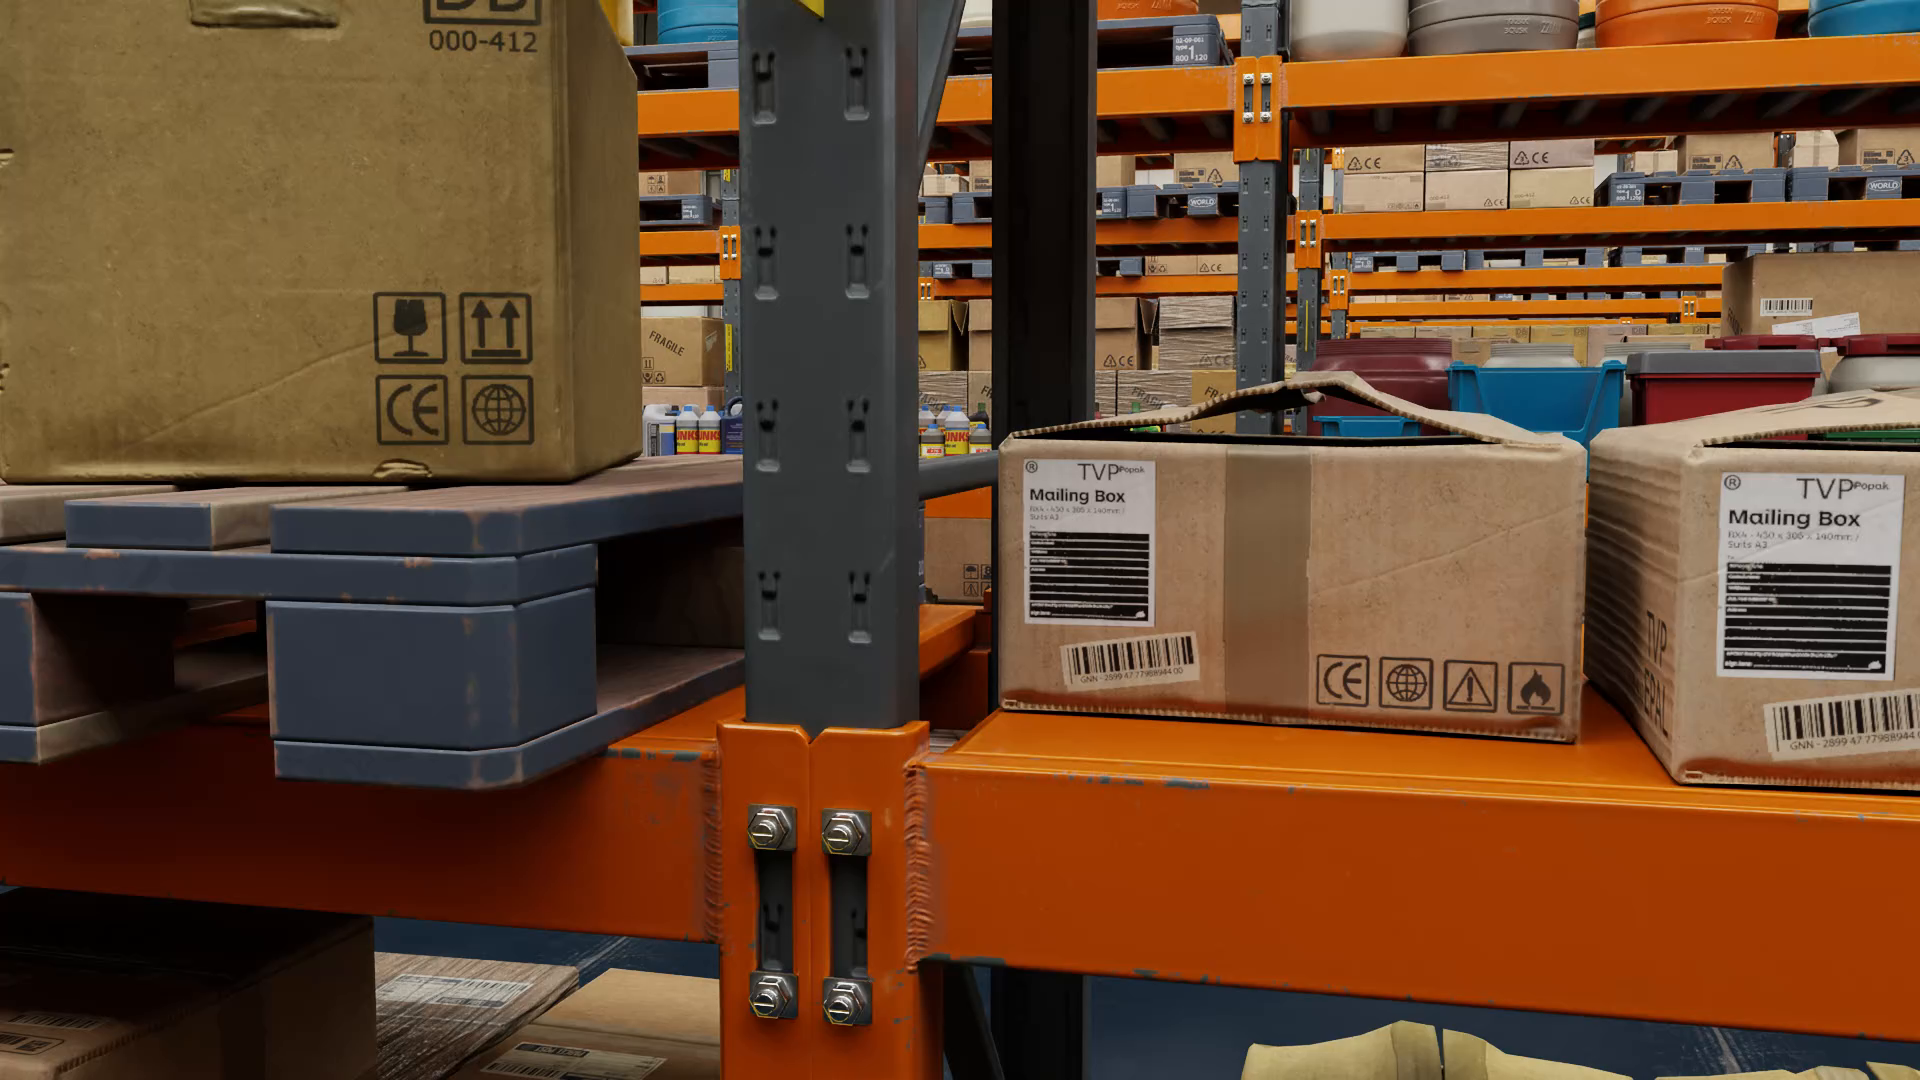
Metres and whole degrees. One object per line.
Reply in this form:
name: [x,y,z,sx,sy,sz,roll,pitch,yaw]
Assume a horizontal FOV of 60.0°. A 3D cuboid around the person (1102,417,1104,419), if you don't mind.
person: [0.539,-0.009,8.570,0.653,1.774,0.422,1,5,10]
